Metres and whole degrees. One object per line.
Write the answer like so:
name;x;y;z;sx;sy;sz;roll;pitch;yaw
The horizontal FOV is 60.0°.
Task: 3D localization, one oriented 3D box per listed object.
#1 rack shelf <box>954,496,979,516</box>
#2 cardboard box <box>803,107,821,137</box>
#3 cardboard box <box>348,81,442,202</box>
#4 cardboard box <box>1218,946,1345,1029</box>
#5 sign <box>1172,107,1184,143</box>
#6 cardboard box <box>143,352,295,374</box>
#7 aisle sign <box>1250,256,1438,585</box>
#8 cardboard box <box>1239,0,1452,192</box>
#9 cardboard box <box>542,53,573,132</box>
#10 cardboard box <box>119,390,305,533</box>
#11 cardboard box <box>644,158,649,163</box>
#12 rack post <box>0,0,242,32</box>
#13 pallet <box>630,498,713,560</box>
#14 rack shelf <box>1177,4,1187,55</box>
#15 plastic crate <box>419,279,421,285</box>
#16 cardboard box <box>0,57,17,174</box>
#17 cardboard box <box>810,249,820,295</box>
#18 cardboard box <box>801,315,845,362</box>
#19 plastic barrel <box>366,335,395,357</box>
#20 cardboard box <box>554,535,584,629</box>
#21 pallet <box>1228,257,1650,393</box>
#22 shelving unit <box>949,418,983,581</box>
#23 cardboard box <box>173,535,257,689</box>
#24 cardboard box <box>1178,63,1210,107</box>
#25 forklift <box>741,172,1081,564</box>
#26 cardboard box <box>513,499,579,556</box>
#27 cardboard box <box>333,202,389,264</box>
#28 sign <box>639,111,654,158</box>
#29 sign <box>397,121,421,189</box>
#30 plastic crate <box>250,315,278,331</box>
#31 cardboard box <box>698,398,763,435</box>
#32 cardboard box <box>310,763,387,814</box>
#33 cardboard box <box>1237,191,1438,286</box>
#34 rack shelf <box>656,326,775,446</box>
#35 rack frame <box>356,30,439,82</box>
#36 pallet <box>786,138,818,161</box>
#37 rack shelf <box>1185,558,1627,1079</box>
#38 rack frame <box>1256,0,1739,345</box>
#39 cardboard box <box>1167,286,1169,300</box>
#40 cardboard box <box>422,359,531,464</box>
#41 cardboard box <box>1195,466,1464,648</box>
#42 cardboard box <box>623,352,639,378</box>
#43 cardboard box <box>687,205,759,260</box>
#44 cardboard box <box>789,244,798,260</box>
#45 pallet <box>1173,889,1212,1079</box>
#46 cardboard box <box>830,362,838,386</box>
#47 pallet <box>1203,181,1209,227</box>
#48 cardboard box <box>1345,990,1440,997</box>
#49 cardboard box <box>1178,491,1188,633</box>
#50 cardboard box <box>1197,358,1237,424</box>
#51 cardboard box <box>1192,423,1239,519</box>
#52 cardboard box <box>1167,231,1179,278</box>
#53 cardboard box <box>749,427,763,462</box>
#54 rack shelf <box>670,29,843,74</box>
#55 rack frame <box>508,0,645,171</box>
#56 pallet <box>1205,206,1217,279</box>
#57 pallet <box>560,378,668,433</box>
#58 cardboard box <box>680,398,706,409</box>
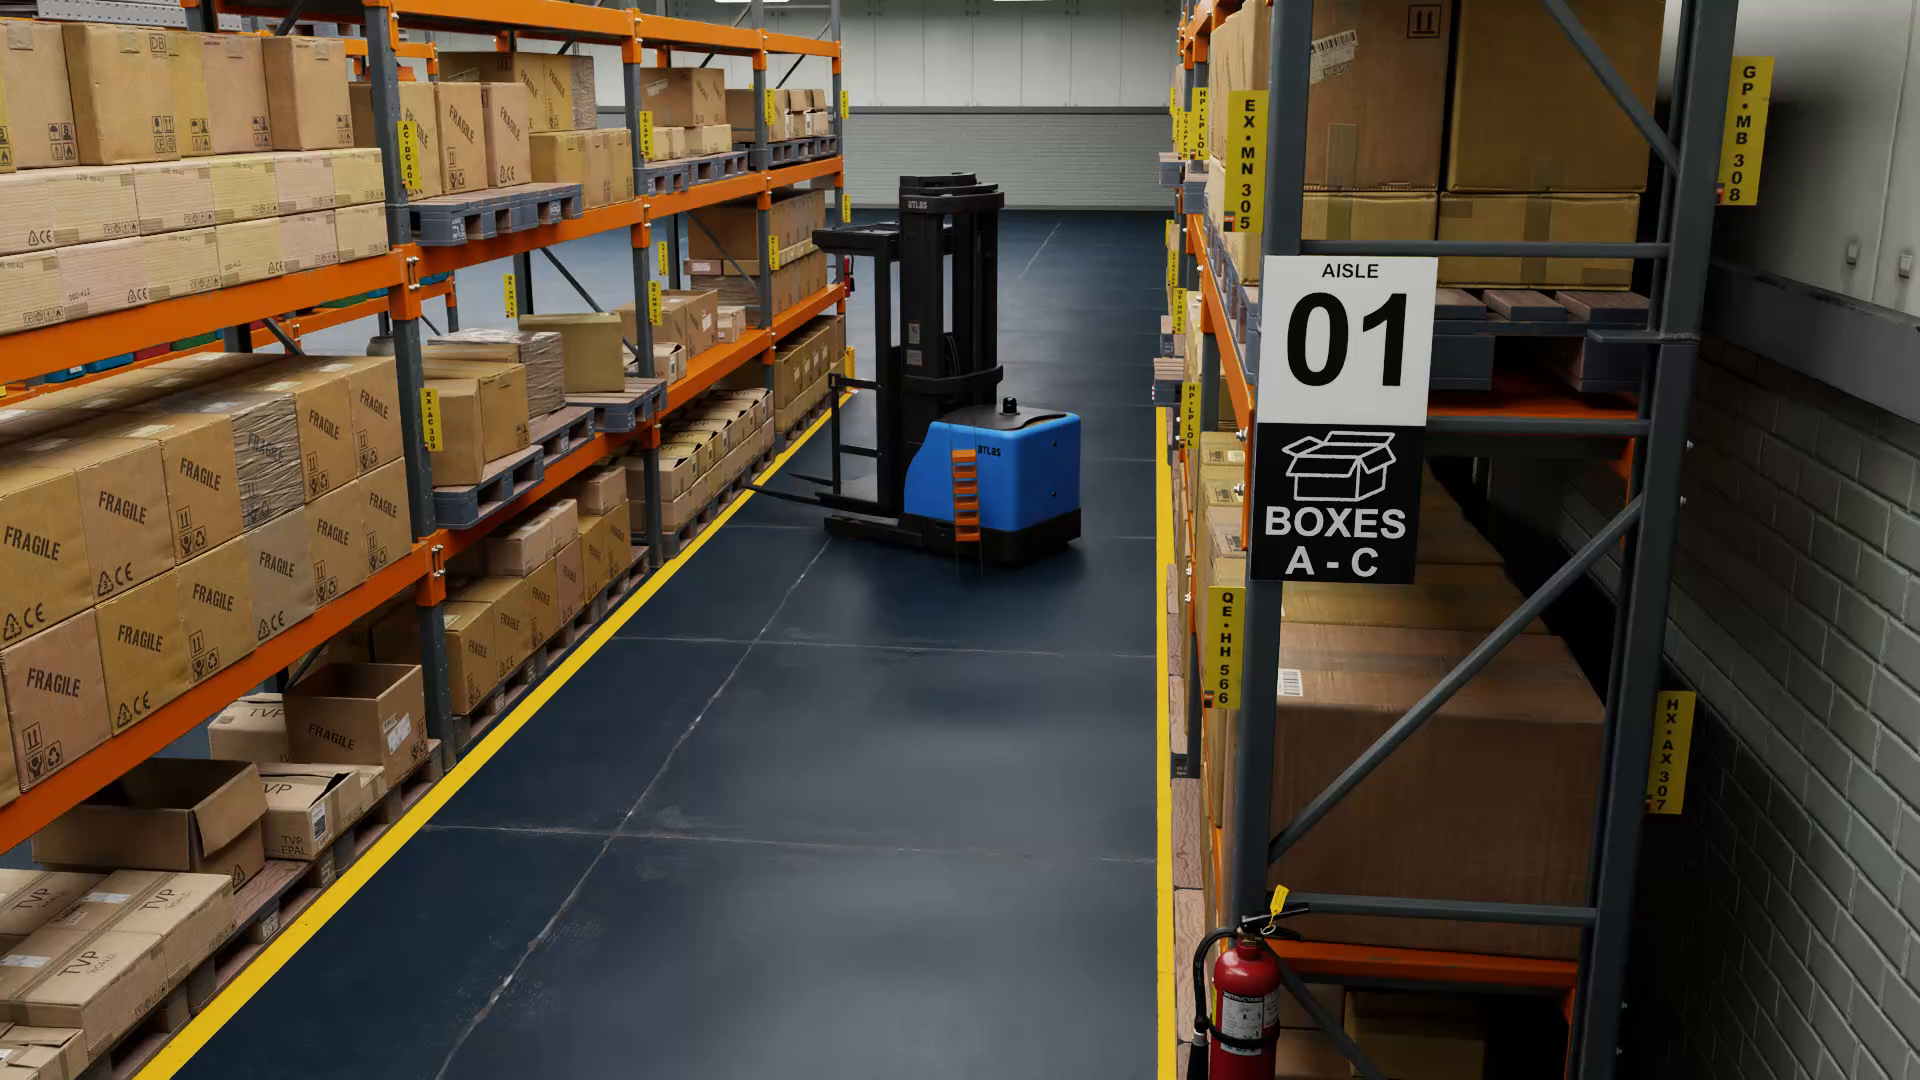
rack shelf;0.049;-0.256;12.465;0.180;0.103;0.258;-3;15;1
cardboard box;-1.835;-4.551;18.097;0.500;0.311;0.500;4;16;13
cardboard box;-3.128;-2.090;8.709;0.600;0.600;0.600;0;15;1
cardboard box;1.026;1.436;5.346;0.380;0.149;0.250;2;15;6
sign;2.027;-3.855;15.436;0.100;0.325;0.005;2;15;6
cardboard box;-3.591;-0.631;8.141;0.500;0.500;0.500;2;15;8
aisle sign;0.907;-0.277;3.958;0.394;0.787;0.004;2;15;6
cardboard box;1.024;-1.218;4.528;0.500;0.500;0.500;2;15;6
cardboard box;-2.920;-2.985;11.101;0.500;0.500;0.500;2;15;6
cardboard box;-3.170;-0.342;7.074;0.500;0.500;0.500;2;15;7
cardboard box;-2.771;-3.085;13.062;0.500;0.250;0.500;2;15;8
rack post;-7.414;-4.915;14.215;1.013;1.000;3.121;2;15;6
pallet;-2.675;-0.118;13.692;1.003;0.211;1.213;2;15;6
rack shelf;2.792;-5.210;17.073;1.077;0.370;4.000;2;15;6
plastic crate;-6.664;-3.094;19.644;0.499;0.251;0.408;2;15;6
cardboard box;-3.528;-1.416;5.299;0.700;0.500;0.500;2;15;6
cardboard box;-2.024;-3.117;19.253;0.700;0.500;0.500;2;15;8
cardboard box;-1.669;-2.416;19.876;0.500;0.500;0.500;2;15;6
plastic barrel;-6.881;-2.172;19.909;0.421;0.512;0.421;0;15;0
cardboard box;-2.791;0.263;10.889;0.500;0.500;0.500;1;15;4
pallet;1.286;-0.629;4.666;1.003;0.211;1.213;2;15;6
shelving unit;0.046;-0.299;12.453;0.189;1.200;0.258;-3;15;1
cardboard box;-3.227;0.274;6.709;0.500;0.500;0.500;2;15;7
cardboard box;2.354;-4.270;15.816;0.500;0.500;0.500;0;15;1
forklift;-0.508;-1.512;13.640;3.031;2.935;1.130;11;19;35
cardboard box;-2.793;-0.089;10.755;0.500;0.250;0.500;1;15;5
cardboard box;-3.049;-1.455;7.839;0.500;0.250;0.500;2;15;6
sign;-2.268;-2.932;12.023;0.100;0.325;0.005;2;15;6
sign;-2.718;-1.897;8.195;0.100;0.325;0.005;2;15;6
plastic crate;-7.028;-2.332;16.417;0.402;0.464;0.583;2;15;6
cardboard box;-2.169;-1.186;15.691;0.500;0.311;0.500;2;15;8
cardboard box;-3.024;1.205;8.077;0.380;0.149;0.250;2;15;6
cardboard box;1.032;-0.856;4.625;0.500;0.250;0.500;2;15;8
rack shelf;-2.581;-1.423;14.555;1.077;0.370;4.000;2;15;6
rack frame;-6.826;-6.369;19.976;1.000;3.000;0.127;2;15;6
pallet;-2.145;-4.231;17.987;1.003;0.211;1.213;2;15;6
rack shelf;1.438;0.797;6.346;1.077;0.370;4.000;2;15;6
rack frame;1.213;-1.927;3.550;1.000;3.000;0.127;2;15;6
cardboard box;2.540;-2.734;18.276;0.500;0.250;0.500;1;15;5
cardboard box;-2.968;-0.761;9.735;0.700;0.500;0.500;4;16;15
cardboard box;1.499;0.116;6.913;0.980;0.700;0.700;1;15;5
cardboard box;-2.723;-1.301;12.899;0.500;0.311;0.500;3;15;10
cardboard box;-2.312;-3.078;16.623;0.700;0.500;0.500;2;15;7
cardboard box;-1.962;-3.116;18.005;0.380;0.149;0.250;2;15;6
pallet;1.365;1.789;6.640;1.003;0.211;1.213;2;15;6
cardboard box;-1.716;-1.924;19.493;0.500;0.250;0.500;2;15;6
pallet;1.972;-2.004;9.944;1.003;0.211;1.213;2;15;9
cardboard box;1.249;1.658;5.767;0.700;0.500;0.500;2;15;6
cardboard box;1.797;0.143;10.702;0.750;0.750;0.750;2;15;6
cardboard box;1.463;-0.761;8.494;0.500;0.250;0.500;2;15;8
cardboard box;1.466;-0.398;8.586;0.500;0.500;0.500;1;15;5
cardboard box;2.535;-3.104;18.206;0.500;0.500;0.500;1;15;4
cardboard box;-2.173;-0.917;15.769;0.500;0.250;0.500;1;15;5
rack shelf;-2.130;-5.163;17.661;1.077;0.370;4.000;2;15;6
rack frame;-2.807;-4.147;11.760;1.000;3.000;0.127;2;15;6
pallet;1.561;-1.262;7.007;1.003;0.211;1.213;2;15;6
pallet;-2.814;-0.981;11.910;1.213;0.211;1.003;2;15;6
cardboard box;-2.712;-1.205;15.762;0.500;0.311;0.500;2;15;6
